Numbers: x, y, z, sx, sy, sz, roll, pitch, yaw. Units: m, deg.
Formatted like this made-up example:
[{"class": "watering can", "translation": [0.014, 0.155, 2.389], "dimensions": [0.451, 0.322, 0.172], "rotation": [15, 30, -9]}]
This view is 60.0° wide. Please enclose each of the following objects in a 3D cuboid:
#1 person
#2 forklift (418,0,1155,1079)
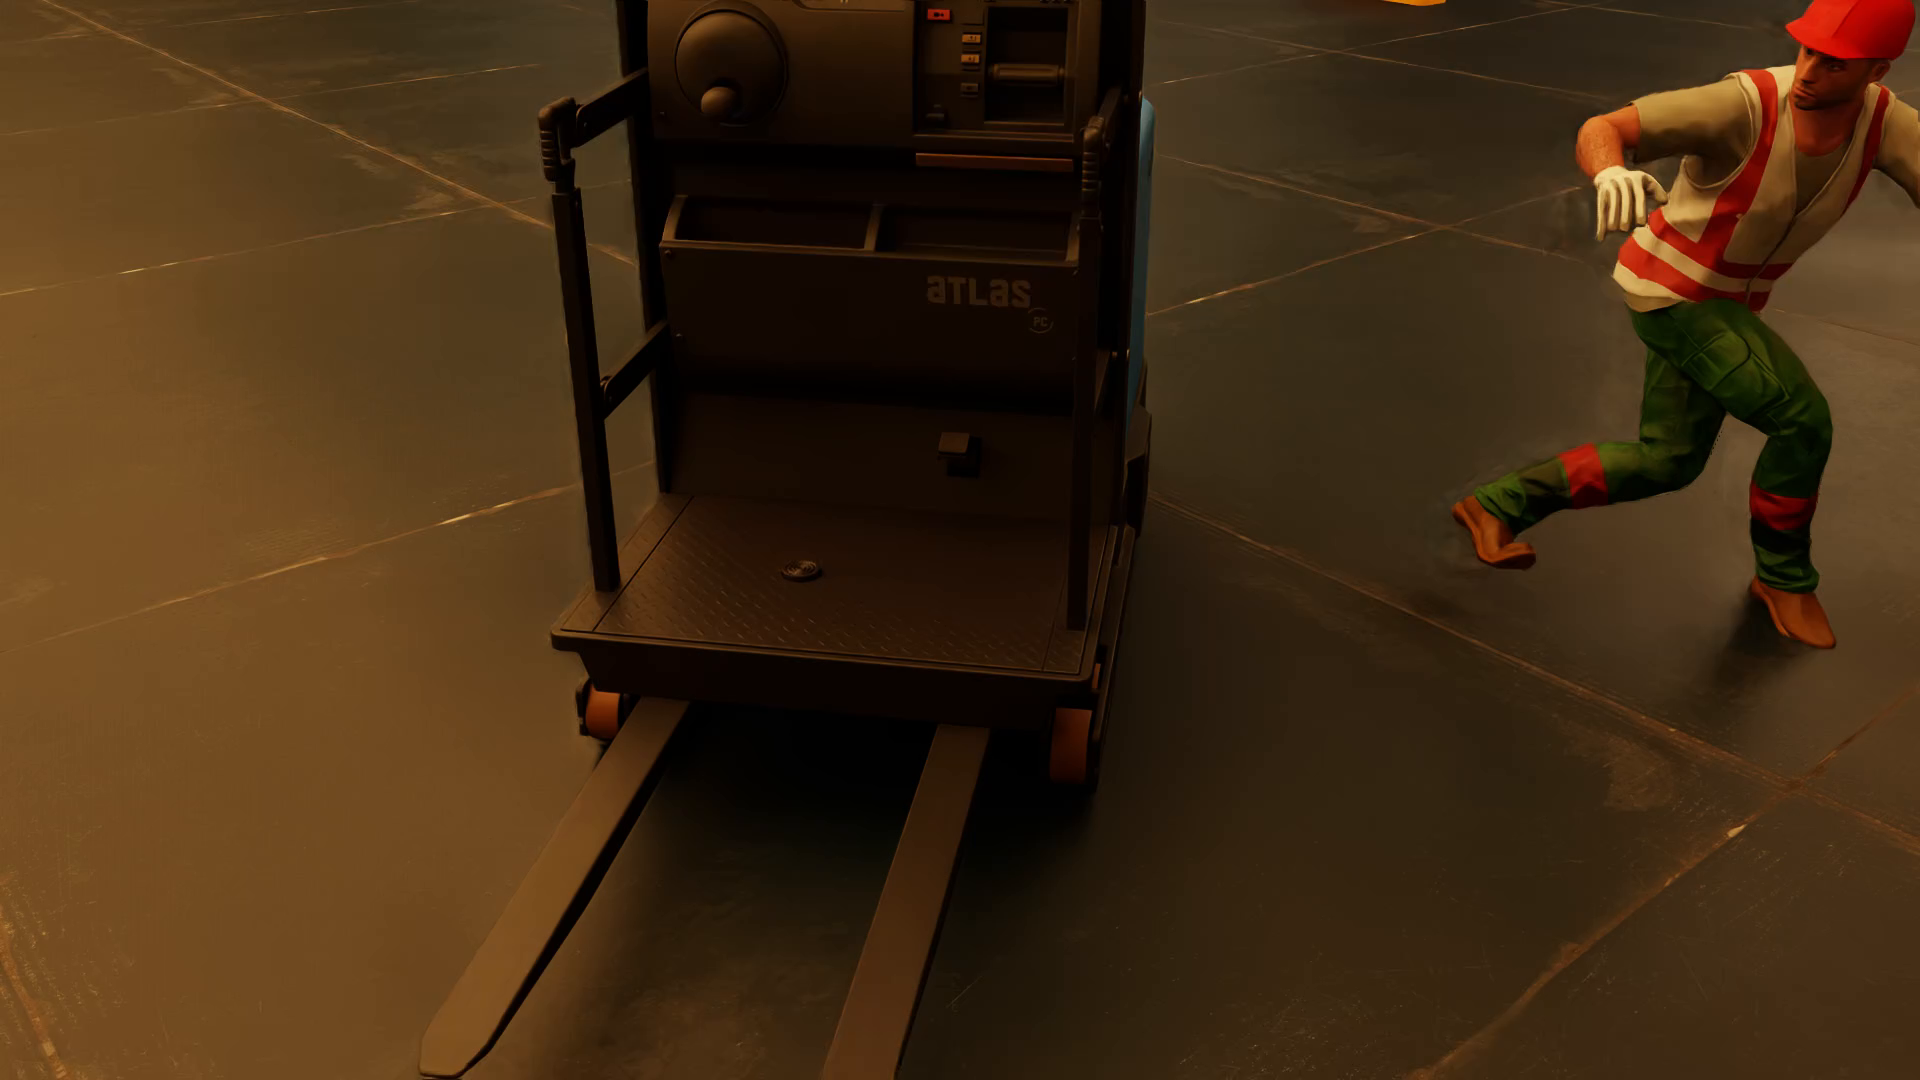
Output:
[{"class": "person", "translation": [1.778, -0.456, 3.744], "dimensions": [0.911, 1.549, 1.147], "rotation": [-17, 31, -31]}, {"class": "forklift", "translation": [-0.210, -0.973, 3.164], "dimensions": [1.130, 2.935, 3.031], "rotation": [4, 27, 9]}]
